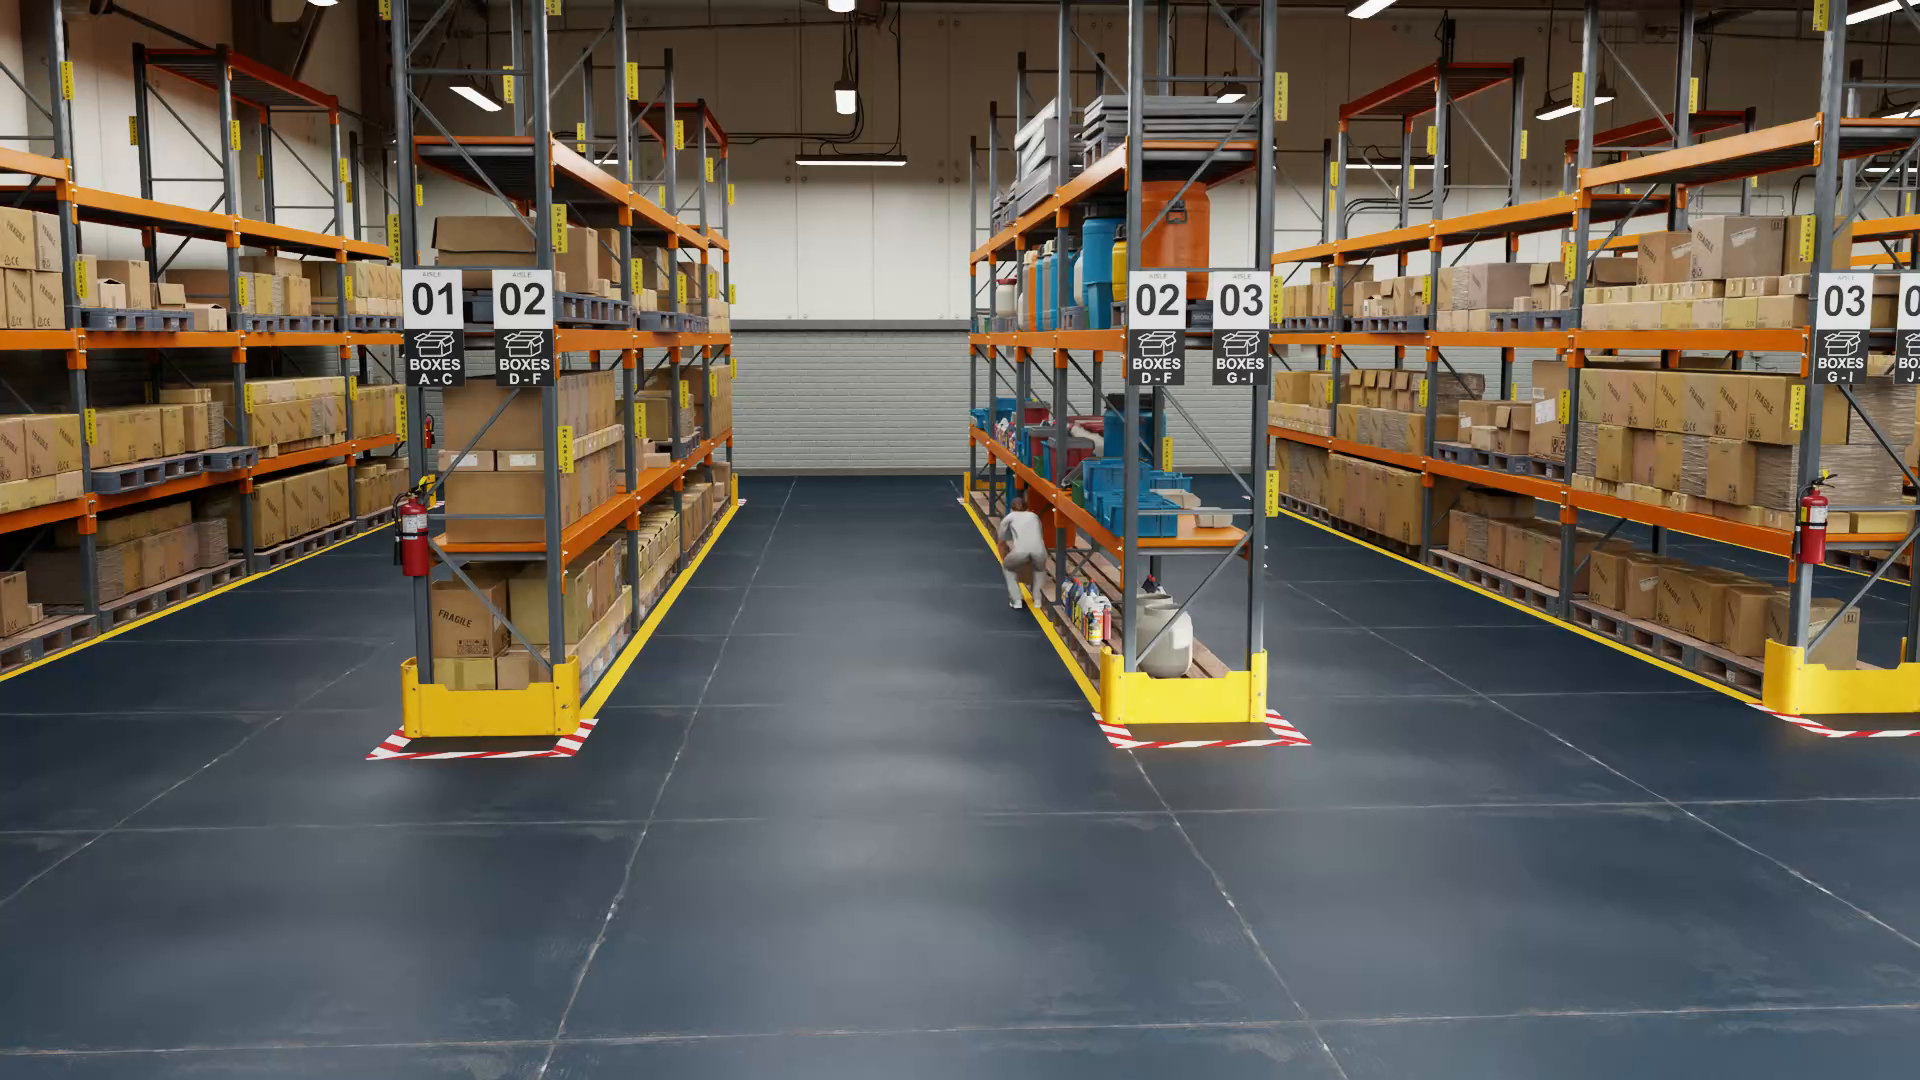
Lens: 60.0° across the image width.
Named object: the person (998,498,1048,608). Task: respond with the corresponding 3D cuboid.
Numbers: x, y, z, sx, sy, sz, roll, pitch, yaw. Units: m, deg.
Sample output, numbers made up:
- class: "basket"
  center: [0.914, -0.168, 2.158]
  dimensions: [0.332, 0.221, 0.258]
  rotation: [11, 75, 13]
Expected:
- class: "person"
  center: [0.646, 0.136, 17.066]
  dimensions: [0.495, 1.092, 0.753]
  rotation: [0, 7, -4]
